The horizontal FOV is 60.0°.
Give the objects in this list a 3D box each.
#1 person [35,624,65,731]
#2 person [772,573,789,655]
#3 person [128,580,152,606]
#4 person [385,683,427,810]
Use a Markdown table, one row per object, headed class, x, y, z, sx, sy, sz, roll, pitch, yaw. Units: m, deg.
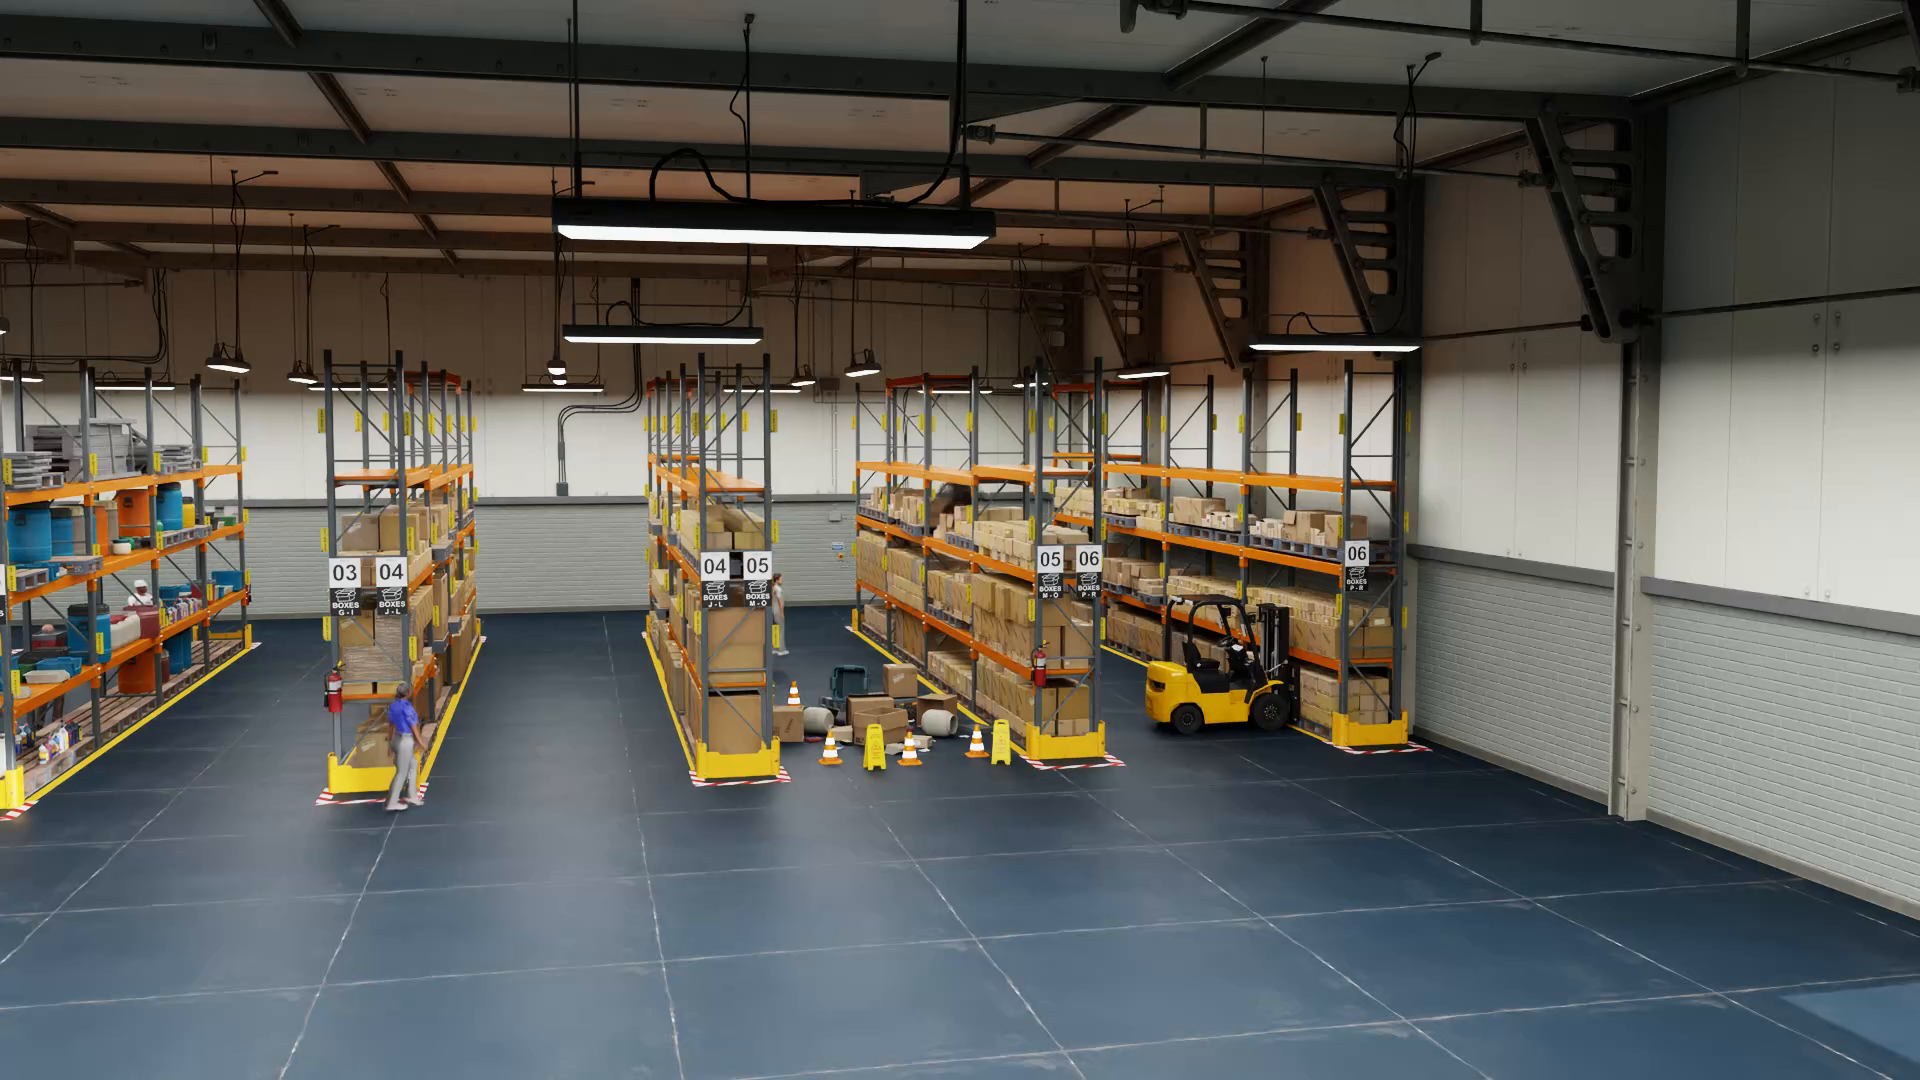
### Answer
| class | x | y | z | sx | sy | sz | roll | pitch | yaw |
| --- | --- | --- | --- | --- | --- | --- | --- | --- | --- |
| person | -14.969 | 2.285 | 27.397 | 0.422 | 1.793 | 0.595 | 3 | 5 | 36 |
| person | -3.705 | 1.501 | 33.933 | 0.394 | 1.677 | 0.483 | -3 | 5 | -34 |
| person | -16.992 | 1.718 | 34.703 | 0.516 | 1.784 | 0.622 | 4 | 5 | 43 |
| person | -7.184 | 2.688 | 21.588 | 0.453 | 1.695 | 0.628 | 4 | 6 | 45 |
